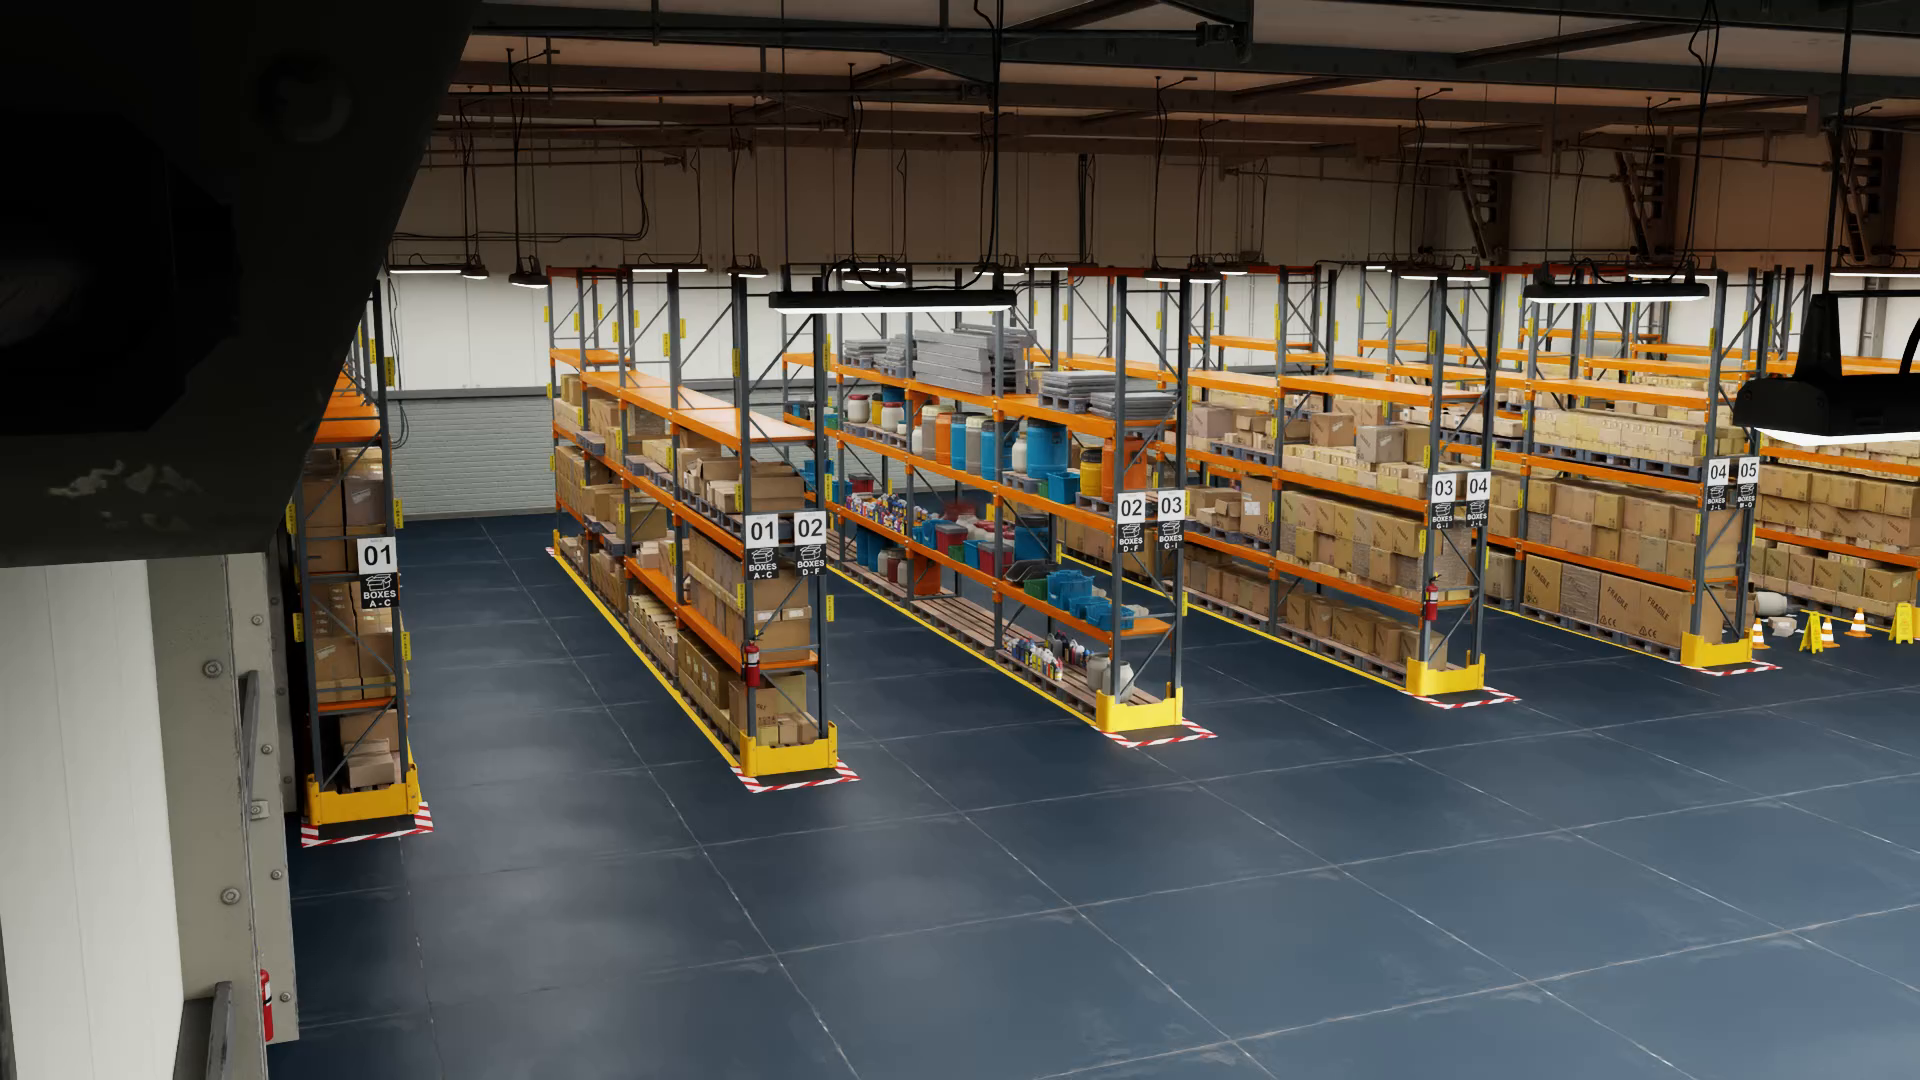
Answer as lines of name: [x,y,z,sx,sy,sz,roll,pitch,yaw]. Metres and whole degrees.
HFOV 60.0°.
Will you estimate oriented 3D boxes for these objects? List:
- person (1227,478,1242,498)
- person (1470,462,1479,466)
person: [5.825,-0.609,35.720,0.589,1.495,0.786,-2,10,-12]
person: [11.192,-0.779,35.995,0.534,1.788,0.534,-9,13,-41]
